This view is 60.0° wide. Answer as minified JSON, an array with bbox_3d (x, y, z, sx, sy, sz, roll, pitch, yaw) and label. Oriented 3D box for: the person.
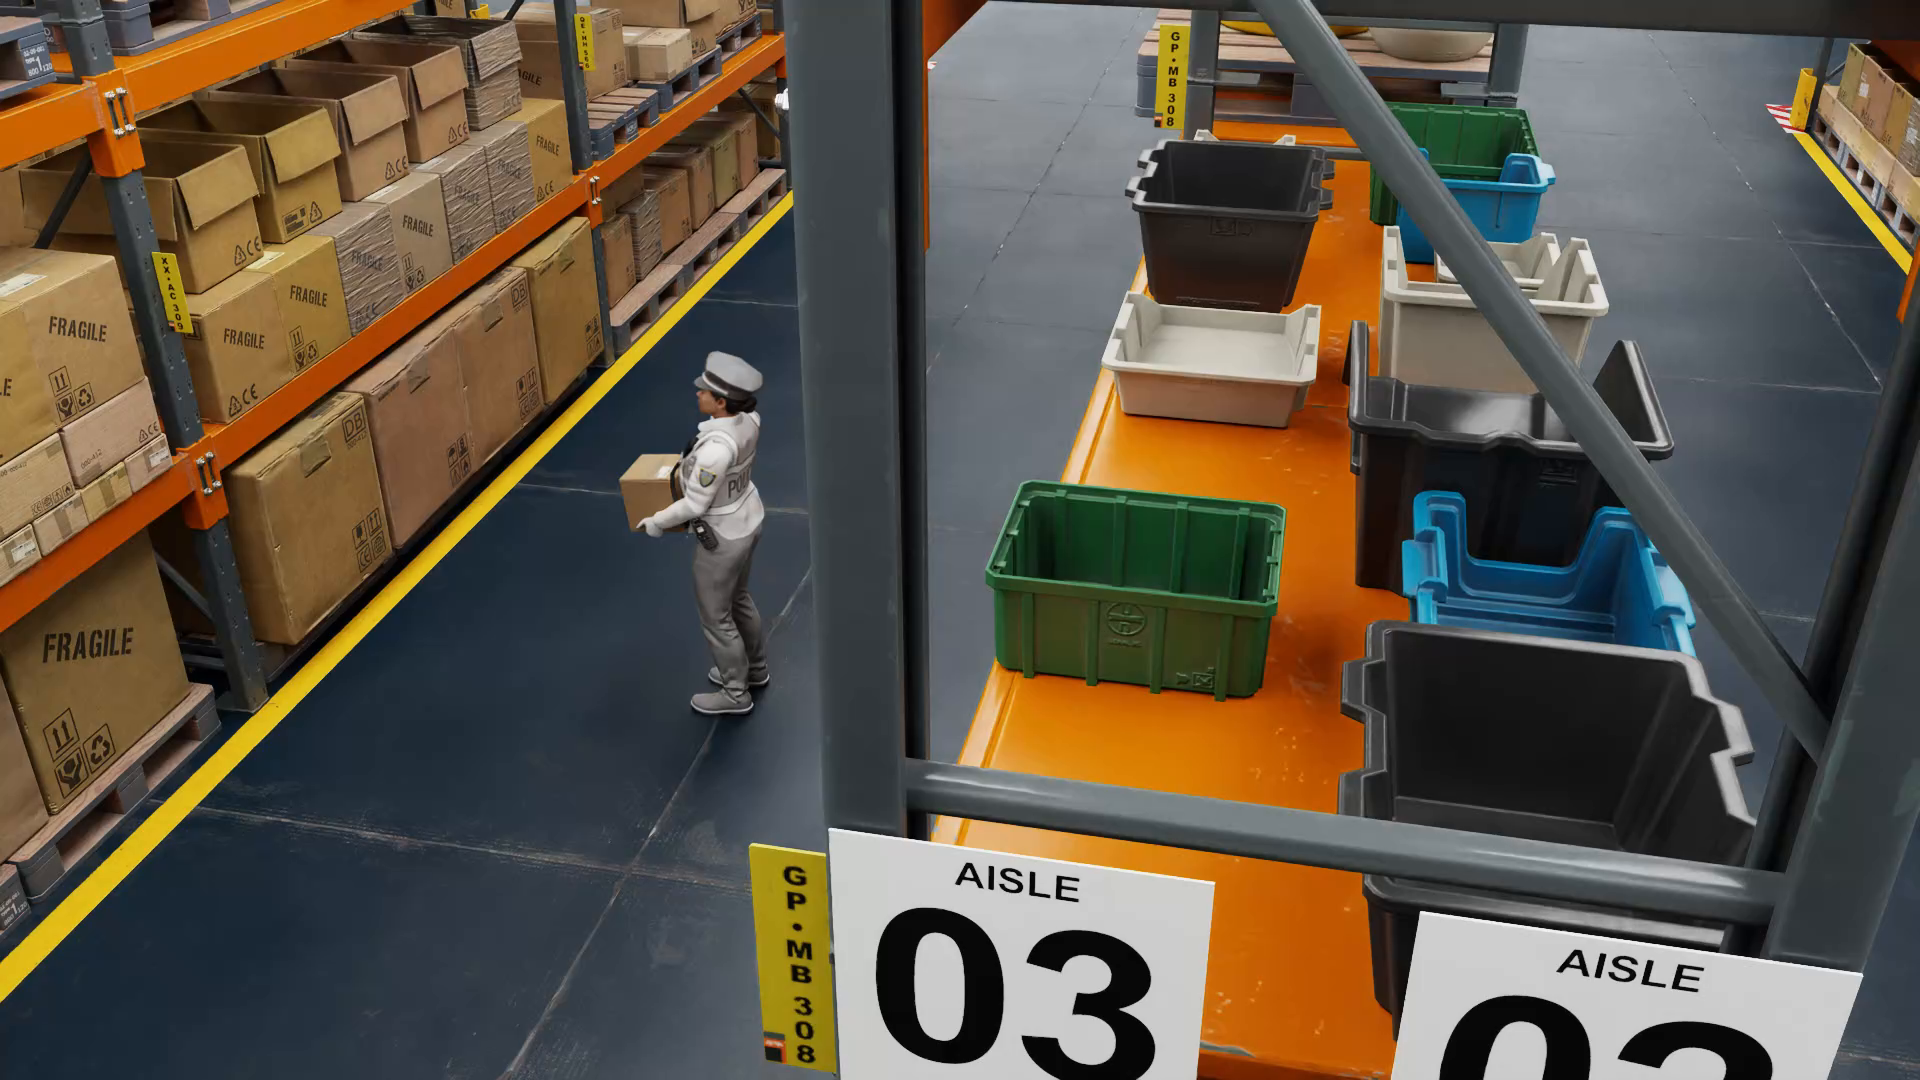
[{"bbox_3d":[-1.076,-0.034,7.161,0.556,1.686,0.459,6,30,11],"label":"person"}]
